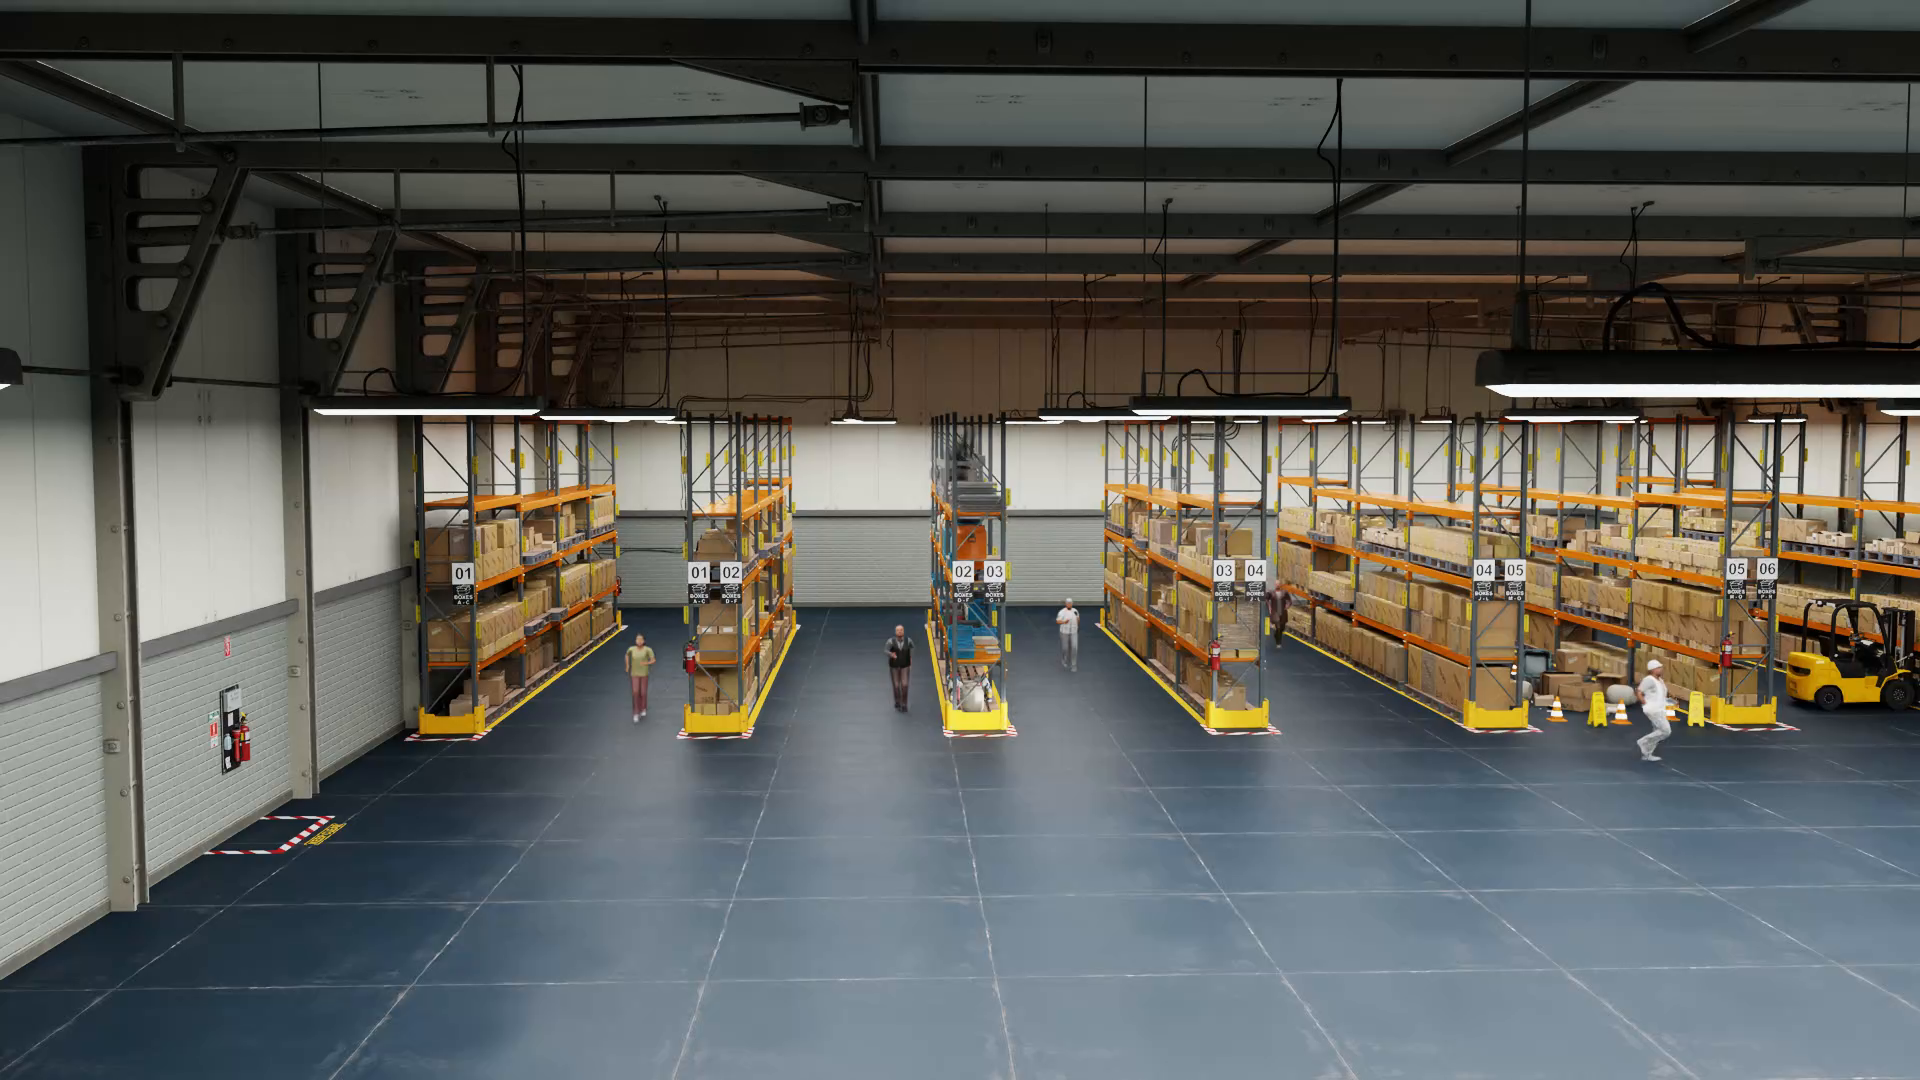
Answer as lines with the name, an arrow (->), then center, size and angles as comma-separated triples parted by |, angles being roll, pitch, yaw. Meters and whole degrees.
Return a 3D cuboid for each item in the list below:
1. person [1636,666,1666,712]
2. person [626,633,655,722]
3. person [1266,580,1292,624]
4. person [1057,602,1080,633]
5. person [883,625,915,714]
person -> 11.908, 2.564, 28.348 | 0.574, 0.794, 0.678 | 3, 5, 37
person -> -6.239, 2.654, 32.474 | 0.578, 1.680, 0.882 | -1, 4, -8
person -> 8.255, 1.610, 43.045 | 0.699, 1.139, 0.505 | 0, 4, 1
person -> 2.566, 1.793, 39.038 | 0.596, 0.781, 0.601 | 0, 4, -7
person -> -1.226, 2.600, 33.418 | 0.637, 1.783, 0.779 | 0, 4, -1
